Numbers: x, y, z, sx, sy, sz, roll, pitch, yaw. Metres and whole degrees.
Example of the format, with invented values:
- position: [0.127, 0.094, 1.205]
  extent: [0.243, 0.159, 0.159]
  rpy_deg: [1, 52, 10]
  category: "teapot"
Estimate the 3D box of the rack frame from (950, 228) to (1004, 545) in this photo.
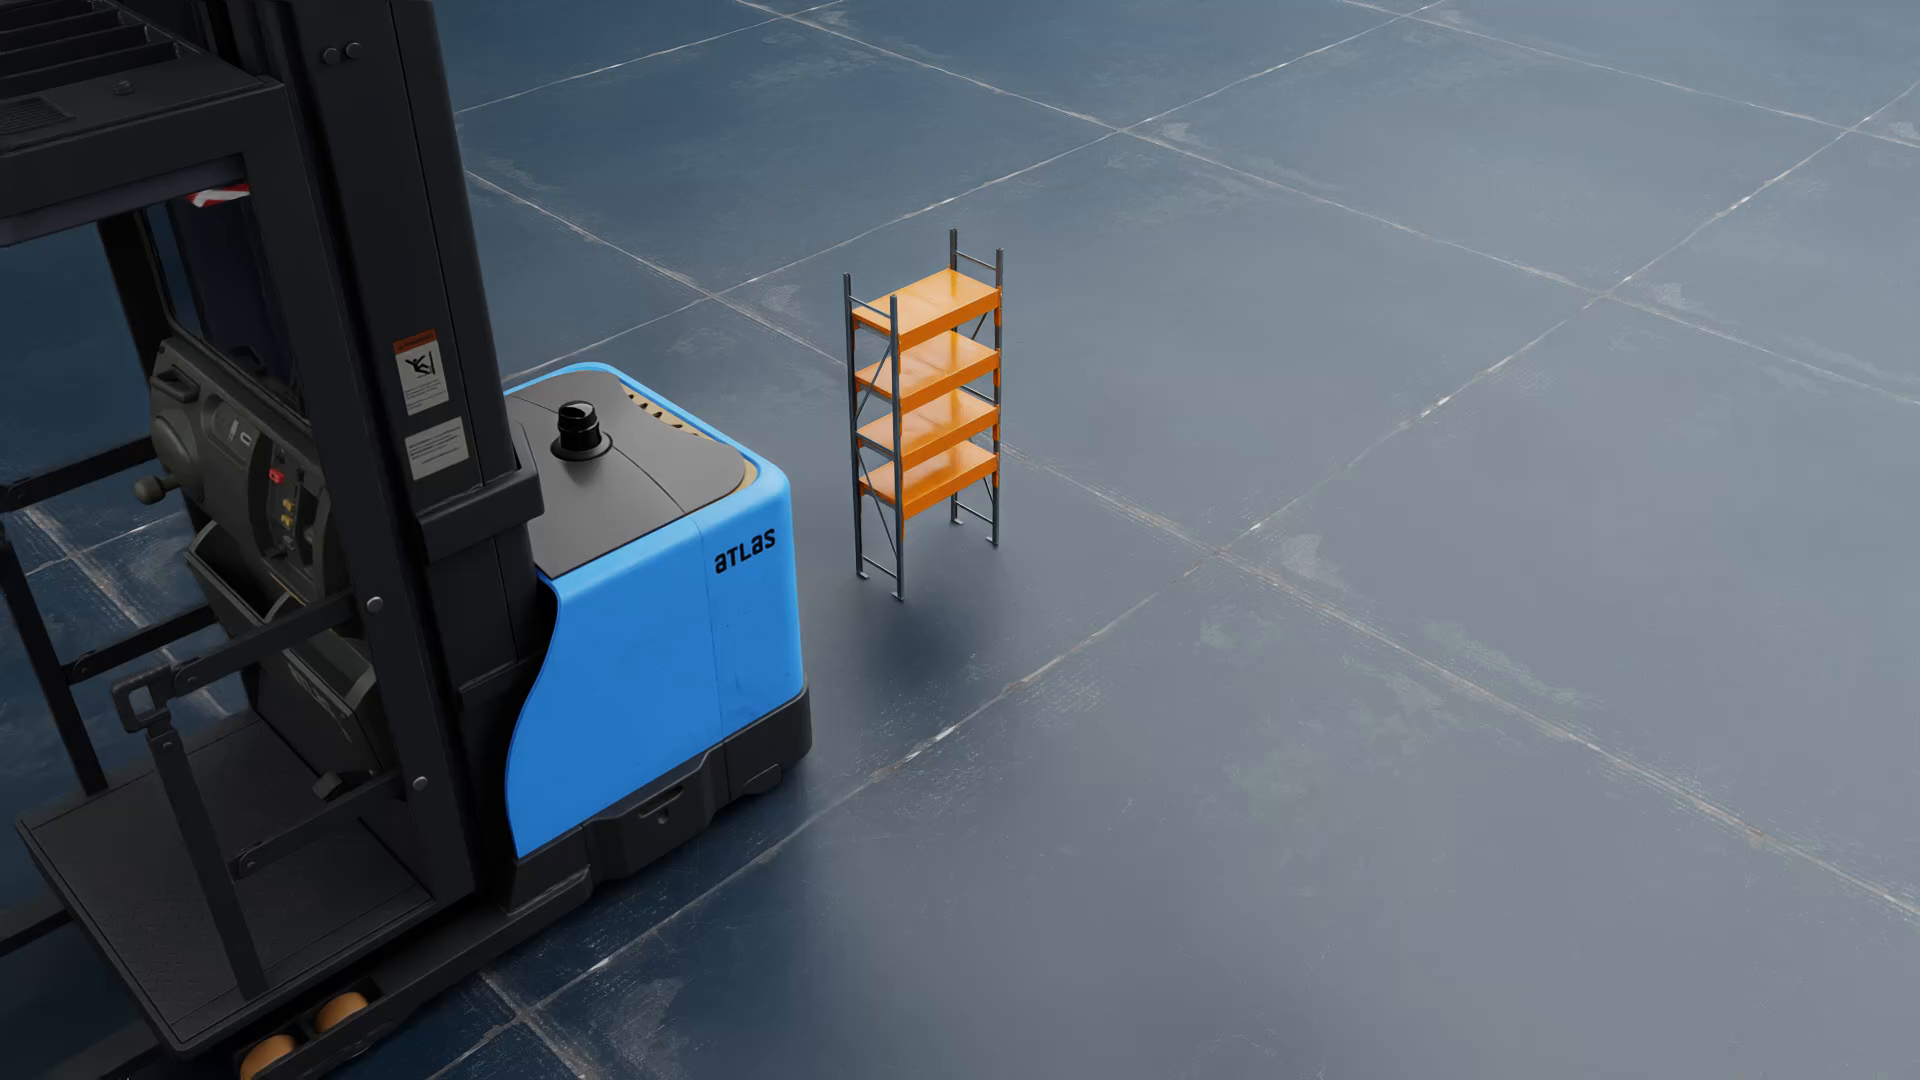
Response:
- position: [0.055, -0.524, 5.952]
  extent: [0.240, 1.200, 0.015]
  rpy_deg: [30, 45, 35]
  category: "rack frame"

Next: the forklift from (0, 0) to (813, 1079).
- position: [-1.870, -0.117, 3.855]
  extent: [3.031, 2.935, 1.130]
  rpy_deg: [-29, 44, -35]
  category: "forklift"

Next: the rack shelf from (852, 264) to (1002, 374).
- position: [-0.117, -0.747, 5.586]
  extent: [0.258, 0.148, 0.480]
  rpy_deg: [30, 45, 35]
  category: "rack shelf"

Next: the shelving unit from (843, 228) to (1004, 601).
- position: [-0.117, -0.425, 5.810]
  extent: [0.258, 1.200, 0.503]
  rpy_deg: [30, 45, 35]
  category: "shelving unit"

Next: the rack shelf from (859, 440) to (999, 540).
- position: [-0.117, -0.207, 5.963]
  extent: [0.258, 0.148, 0.480]
  rpy_deg: [30, 45, 35]
  category: "rack shelf"

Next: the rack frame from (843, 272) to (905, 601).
- position: [-0.289, -0.326, 5.668]
  extent: [0.240, 1.200, 0.015]
  rpy_deg: [30, 45, 35]
  category: "rack frame"

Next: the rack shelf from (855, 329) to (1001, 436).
- position: [-0.117, -0.553, 5.721]
  extent: [0.258, 0.148, 0.480]
  rpy_deg: [30, 45, 35]
  category: "rack shelf"

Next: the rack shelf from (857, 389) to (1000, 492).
- position: [-0.117, -0.370, 5.849]
  extent: [0.258, 0.148, 0.480]
  rpy_deg: [30, 45, 35]
  category: "rack shelf"
